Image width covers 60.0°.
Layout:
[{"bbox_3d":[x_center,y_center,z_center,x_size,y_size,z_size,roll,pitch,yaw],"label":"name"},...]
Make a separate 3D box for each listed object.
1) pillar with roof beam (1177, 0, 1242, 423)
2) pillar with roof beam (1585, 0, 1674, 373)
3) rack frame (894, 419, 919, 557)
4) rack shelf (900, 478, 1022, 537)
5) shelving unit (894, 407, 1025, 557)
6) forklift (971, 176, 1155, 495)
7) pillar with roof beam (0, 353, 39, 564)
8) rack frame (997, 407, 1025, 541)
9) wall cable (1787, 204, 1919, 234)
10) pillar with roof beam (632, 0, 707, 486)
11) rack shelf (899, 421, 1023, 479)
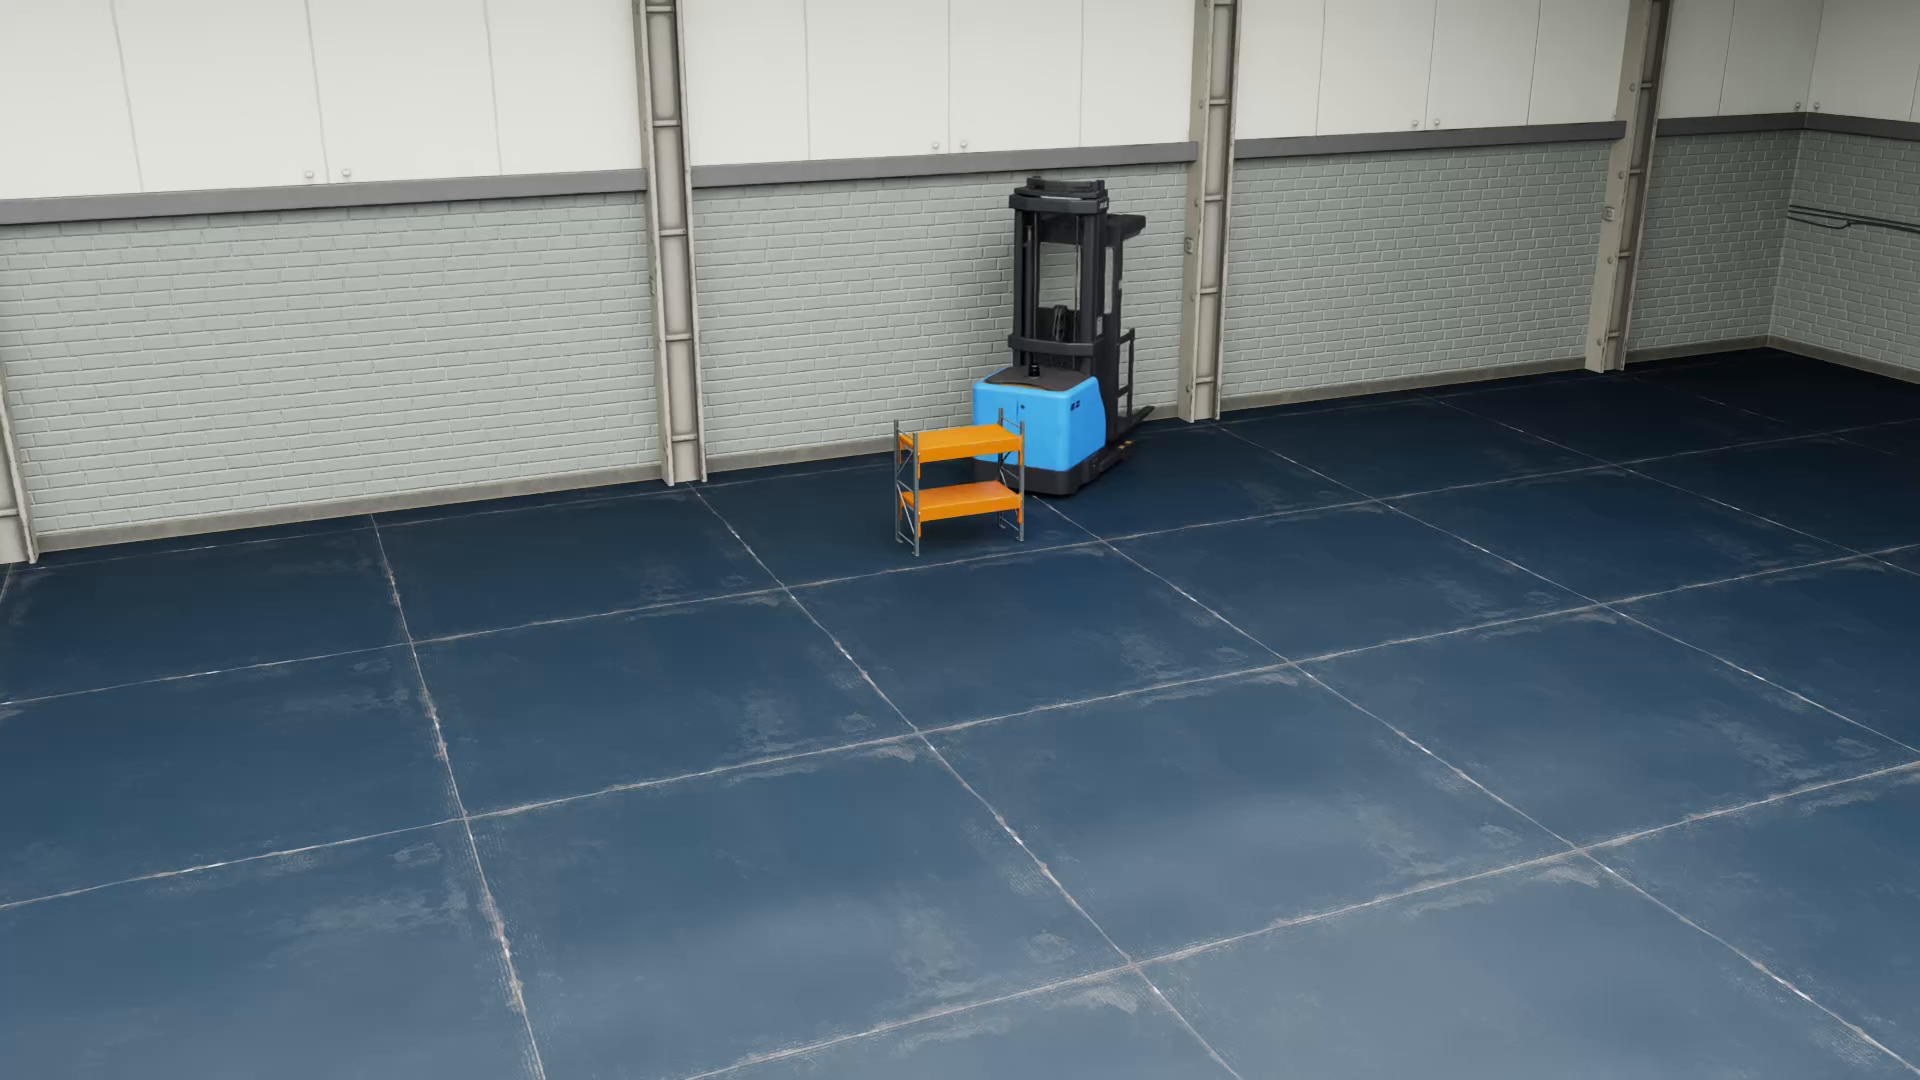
[{"bbox_3d":[4.430,-4.333,13.813,0.400,9.000,9.100,-8,21,-22],"label":"pillar with roof beam"},{"bbox_3d":[9.940,-5.123,16.054,0.400,9.000,9.100,-8,21,-22],"label":"pillar with roof beam"},{"bbox_3d":[-0.473,-0.463,14.676,0.032,1.125,0.500,-8,21,-22],"label":"rack frame"},{"bbox_3d":[-0.006,-0.299,14.947,1.000,0.278,0.538,-8,21,-22],"label":"rack shelf"},{"bbox_3d":[-0.006,-0.530,14.866,1.048,1.125,0.538,-8,21,-22],"label":"shelving unit"},{"bbox_3d":[1.214,-2.265,17.076,1.130,2.935,3.031,9,21,25],"label":"forklift"},{"bbox_3d":[-6.588,-2.755,9.329,0.400,9.000,9.100,-8,21,-22],"label":"pillar with roof beam"},{"bbox_3d":[0.461,-0.597,15.056,0.032,1.125,0.500,-8,21,-22],"label":"rack frame"},{"bbox_3d":[11.463,-4.955,20.254,0.112,2.526,3.097,-8,21,-22],"label":"wall cable"},{"bbox_3d":[-1.079,-3.544,11.571,0.400,9.000,9.100,-8,21,-22],"label":"pillar with roof beam"},{"bbox_3d":[-0.006,-0.806,14.769,1.000,0.278,0.538,-8,21,-22],"label":"rack shelf"}]
